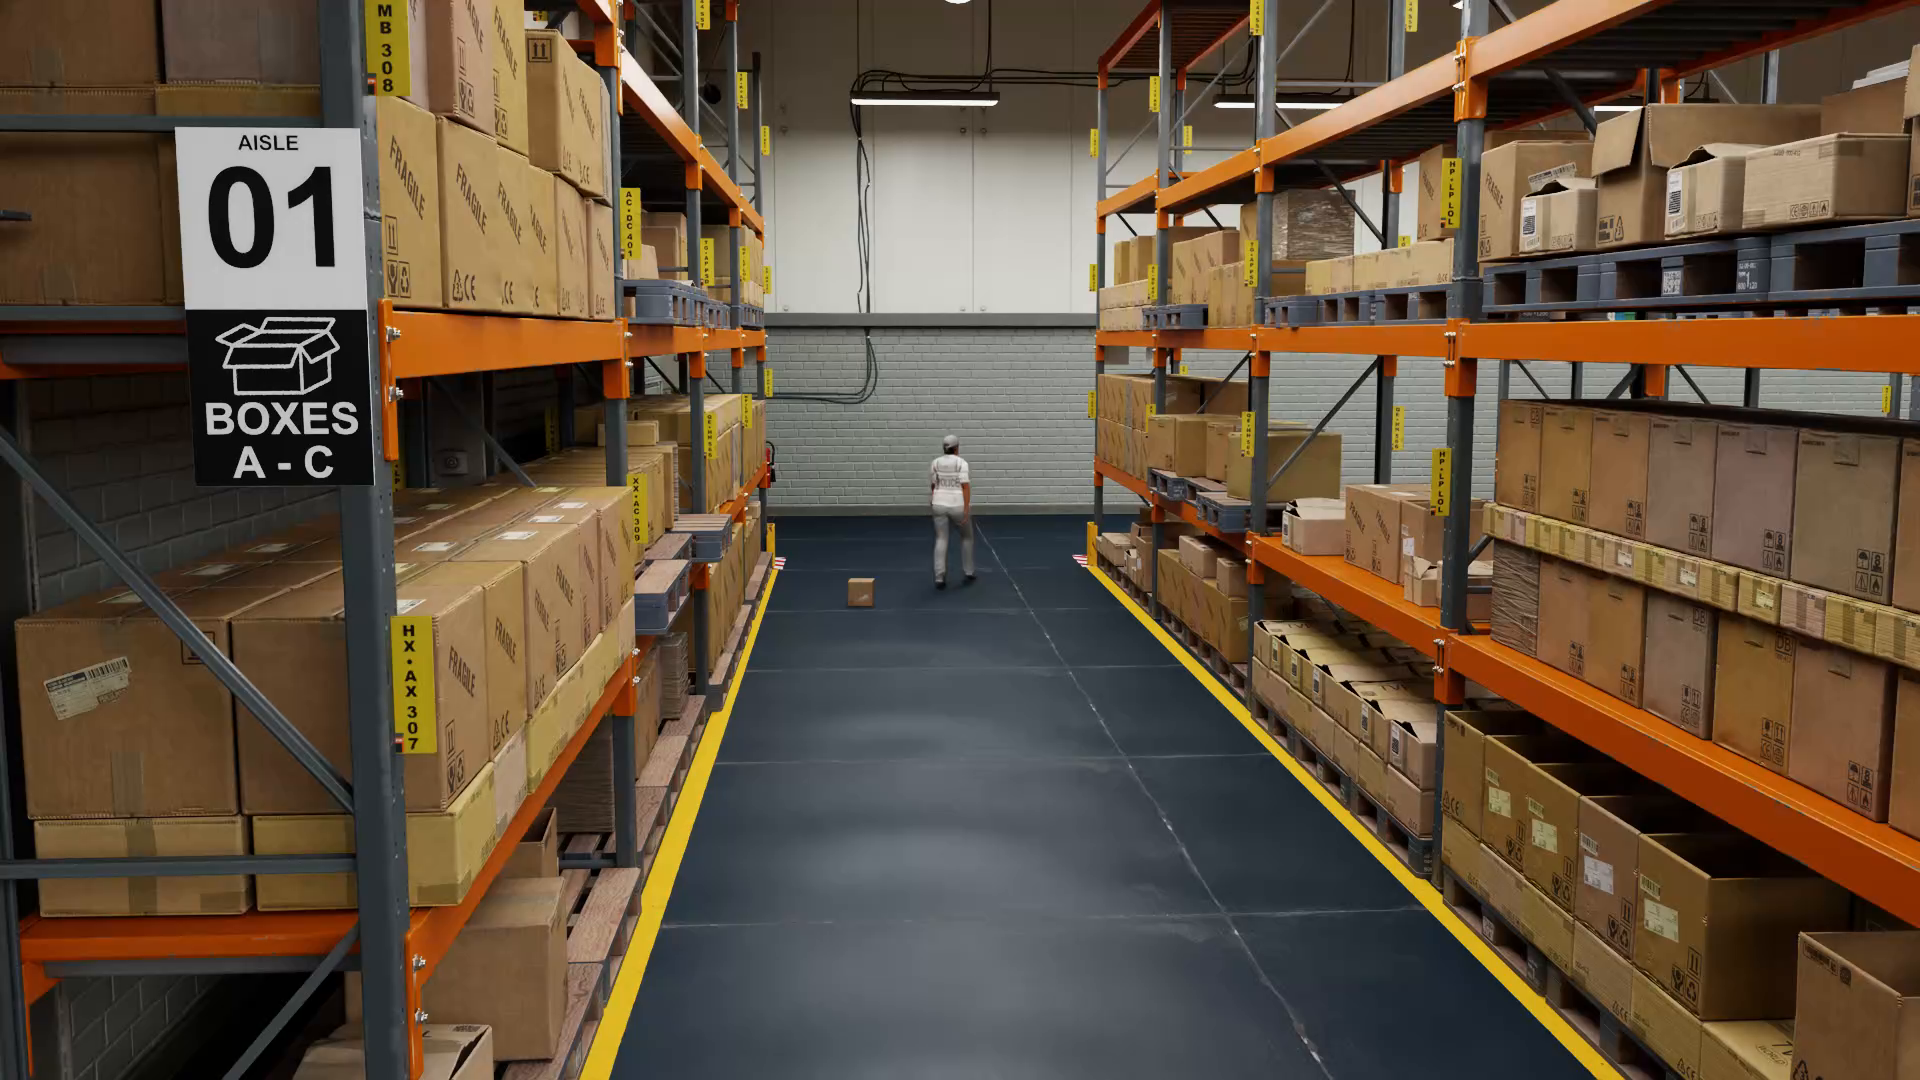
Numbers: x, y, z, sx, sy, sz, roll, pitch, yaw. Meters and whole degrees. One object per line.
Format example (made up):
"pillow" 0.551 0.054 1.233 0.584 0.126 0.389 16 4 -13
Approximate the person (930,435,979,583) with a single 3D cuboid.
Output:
"person" -0.079 -0.341 18.552 0.495 1.670 0.833 2 7 17
